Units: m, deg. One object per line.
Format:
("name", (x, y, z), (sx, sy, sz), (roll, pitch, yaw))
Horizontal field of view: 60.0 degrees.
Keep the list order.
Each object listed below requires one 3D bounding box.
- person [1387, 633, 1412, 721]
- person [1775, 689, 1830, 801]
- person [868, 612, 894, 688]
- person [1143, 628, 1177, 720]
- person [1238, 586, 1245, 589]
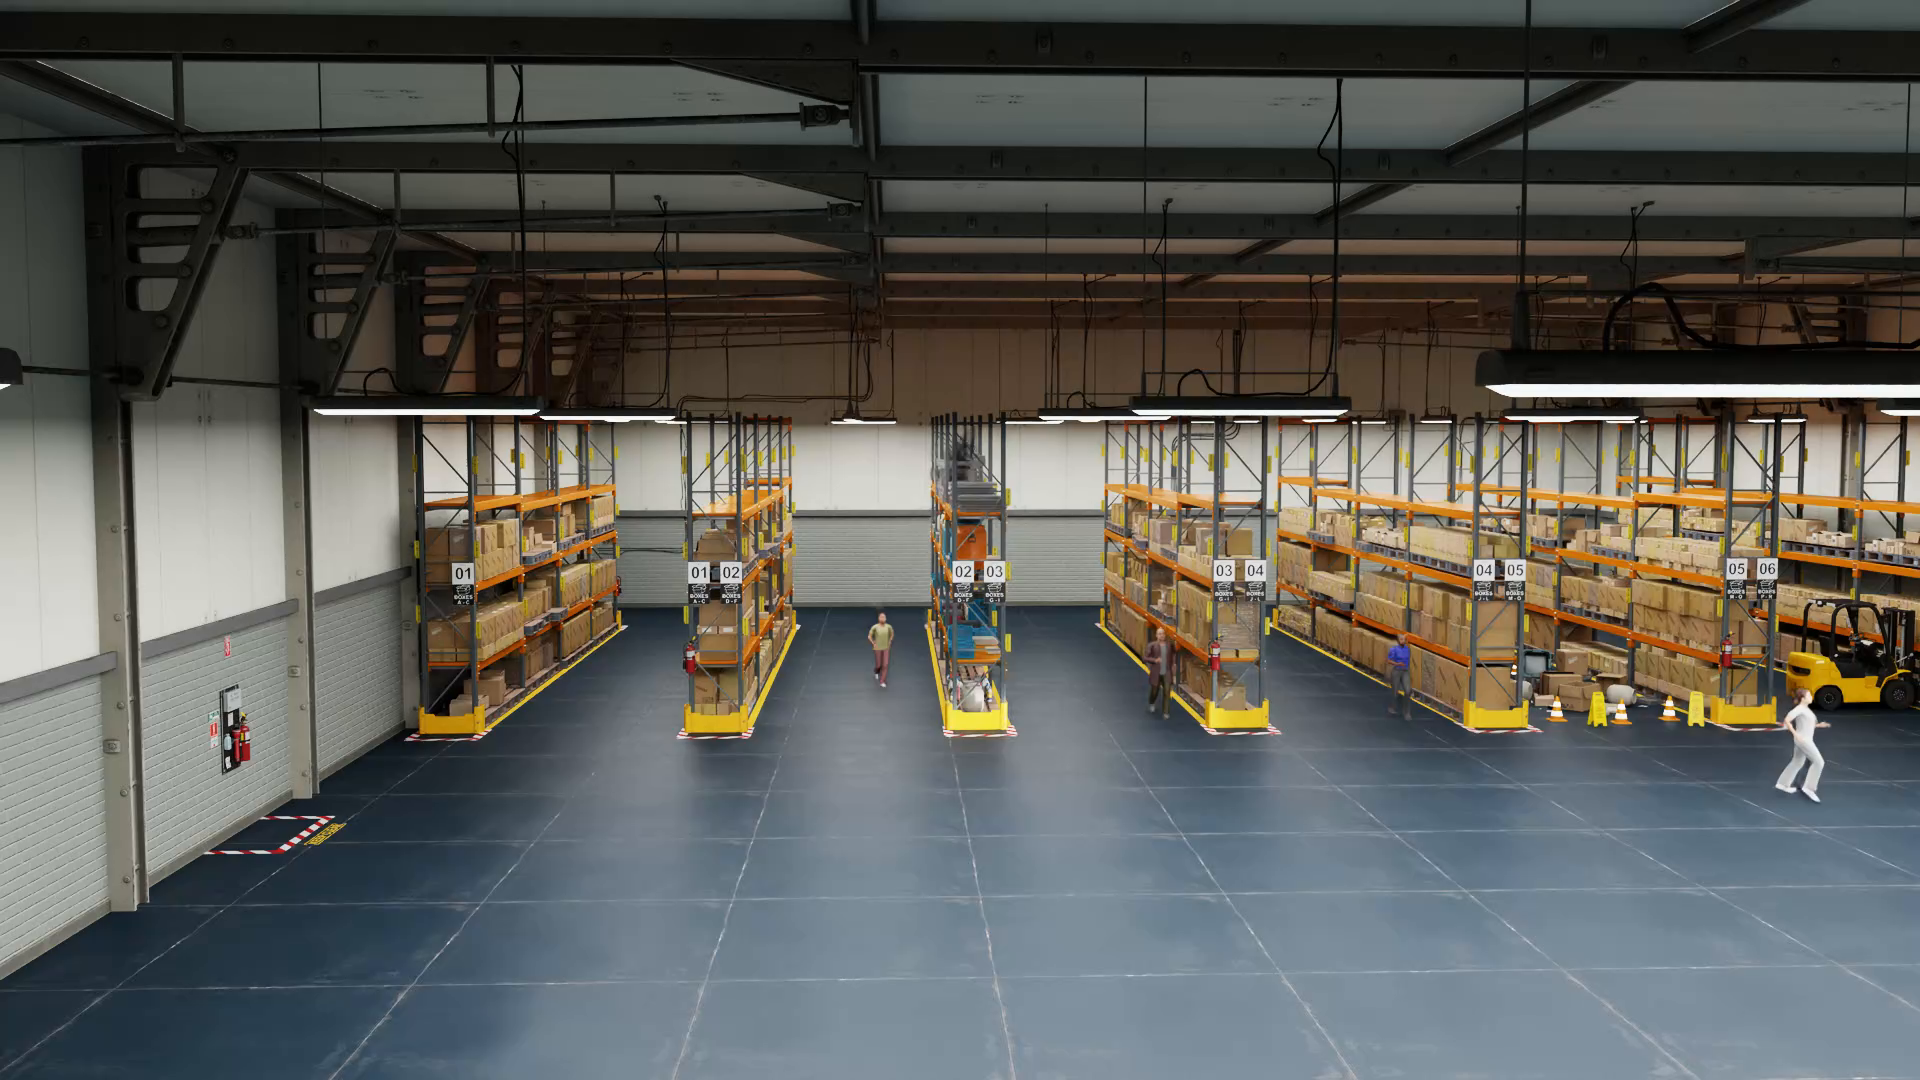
("person", (8.628, 2.685, 32.676), (0.563, 1.716, 0.767), (-1, 4, -8))
("person", (12.986, 3.144, 25.623), (0.738, 1.721, 0.531), (2, 5, 31))
("person", (-1.720, 2.405, 36.659), (0.596, 1.633, 0.762), (-1, 4, -15))
("person", (3.949, 2.619, 32.626), (0.717, 1.743, 0.944), (0, 4, -7))
("person", (7.863, 1.738, 46.424), (0.707, 1.681, 0.591), (0, 4, -5))
